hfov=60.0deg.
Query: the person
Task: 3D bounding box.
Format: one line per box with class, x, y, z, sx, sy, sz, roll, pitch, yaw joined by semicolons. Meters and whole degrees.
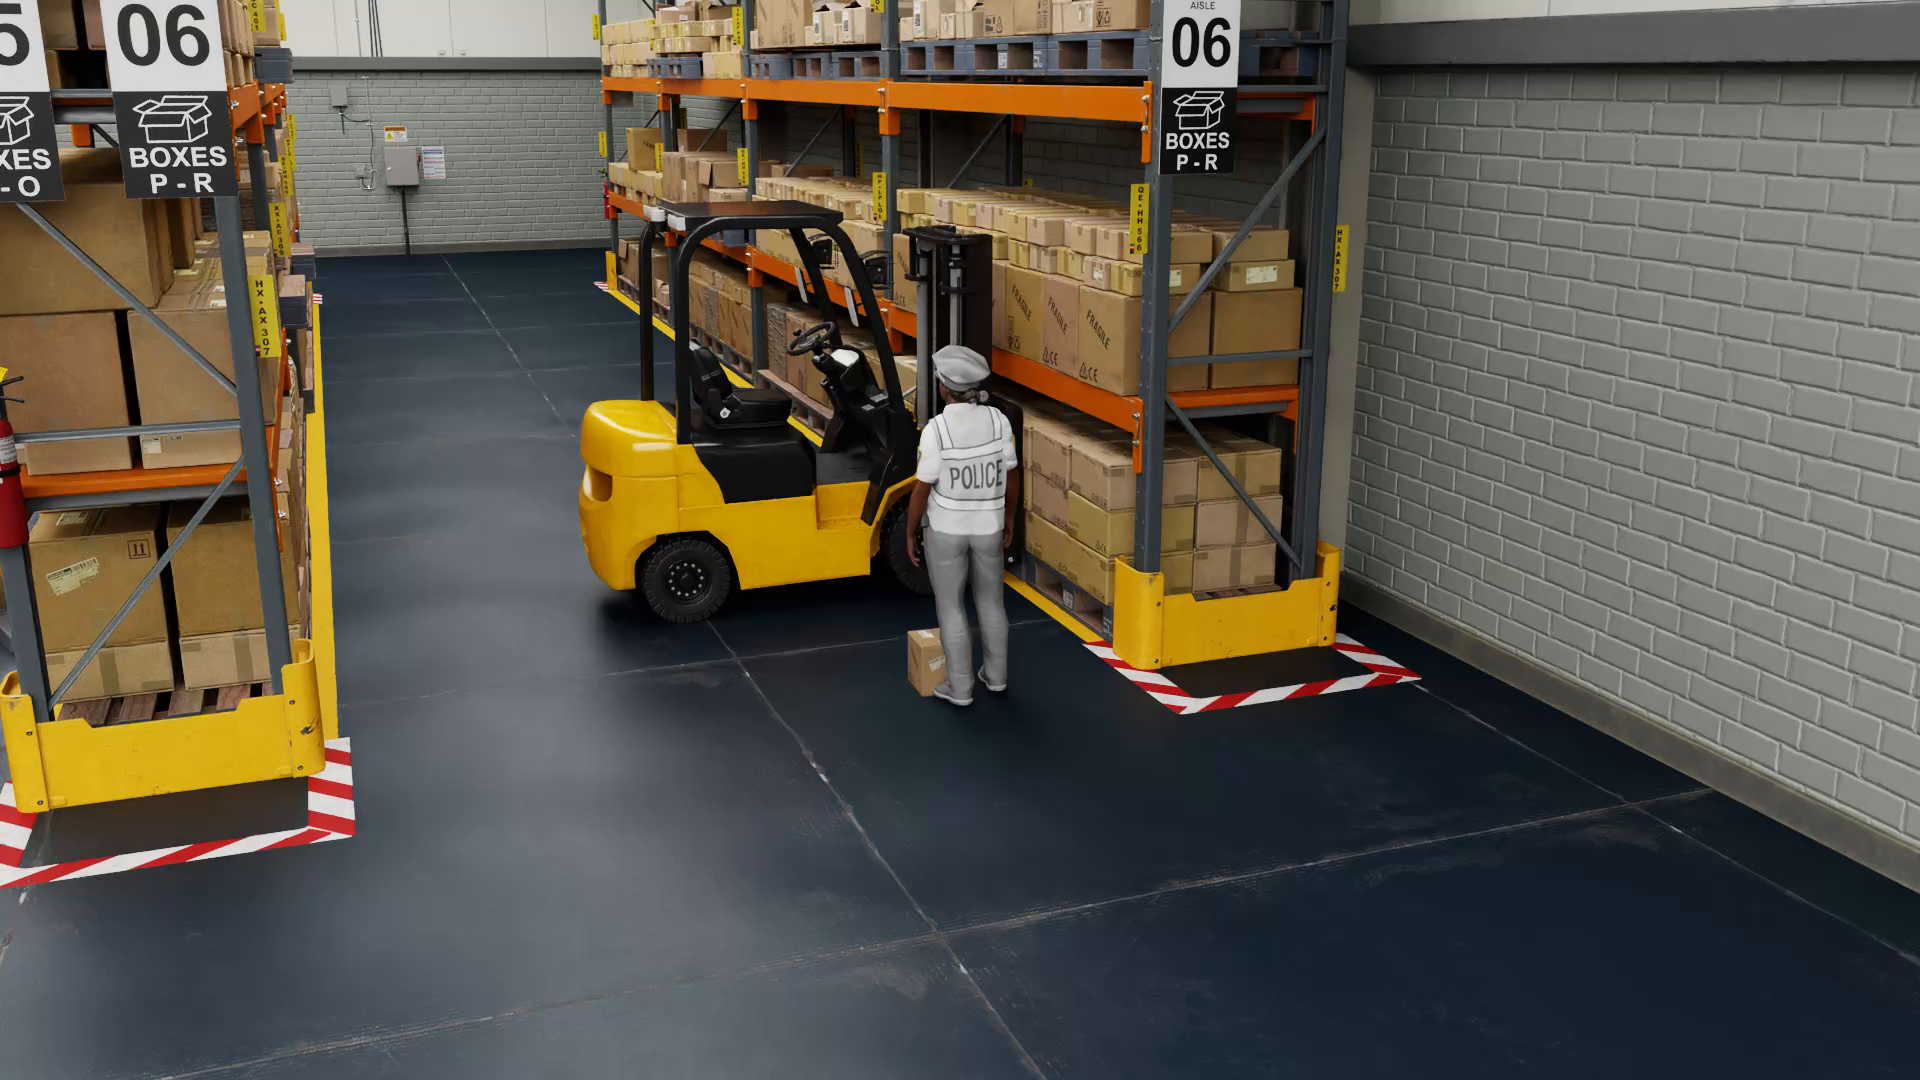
person;0.006;-0.067;7.675;0.569;1.692;0.528;-6;17;-20
